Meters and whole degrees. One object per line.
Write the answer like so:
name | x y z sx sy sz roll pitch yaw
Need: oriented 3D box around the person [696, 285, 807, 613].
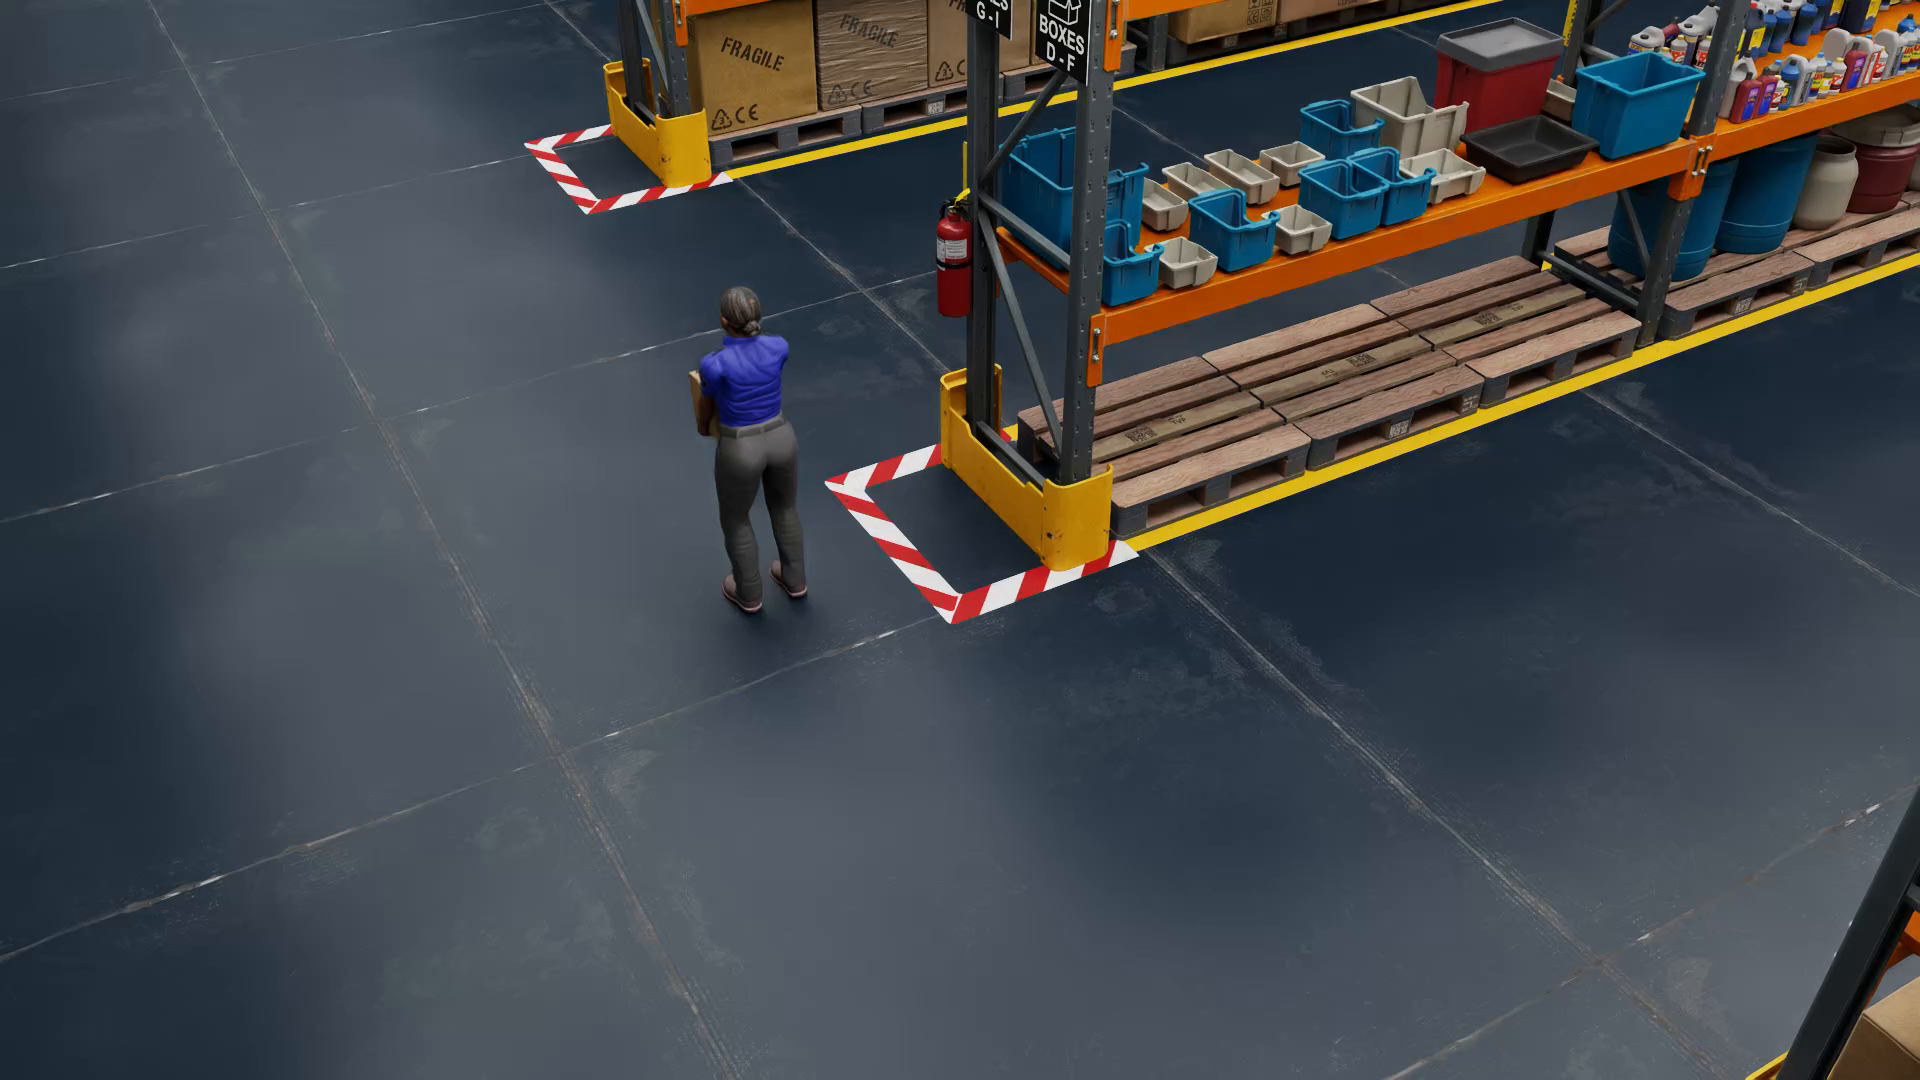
person | -0.974 -0.444 7.529 0.412 1.656 0.510 -20 41 -24
